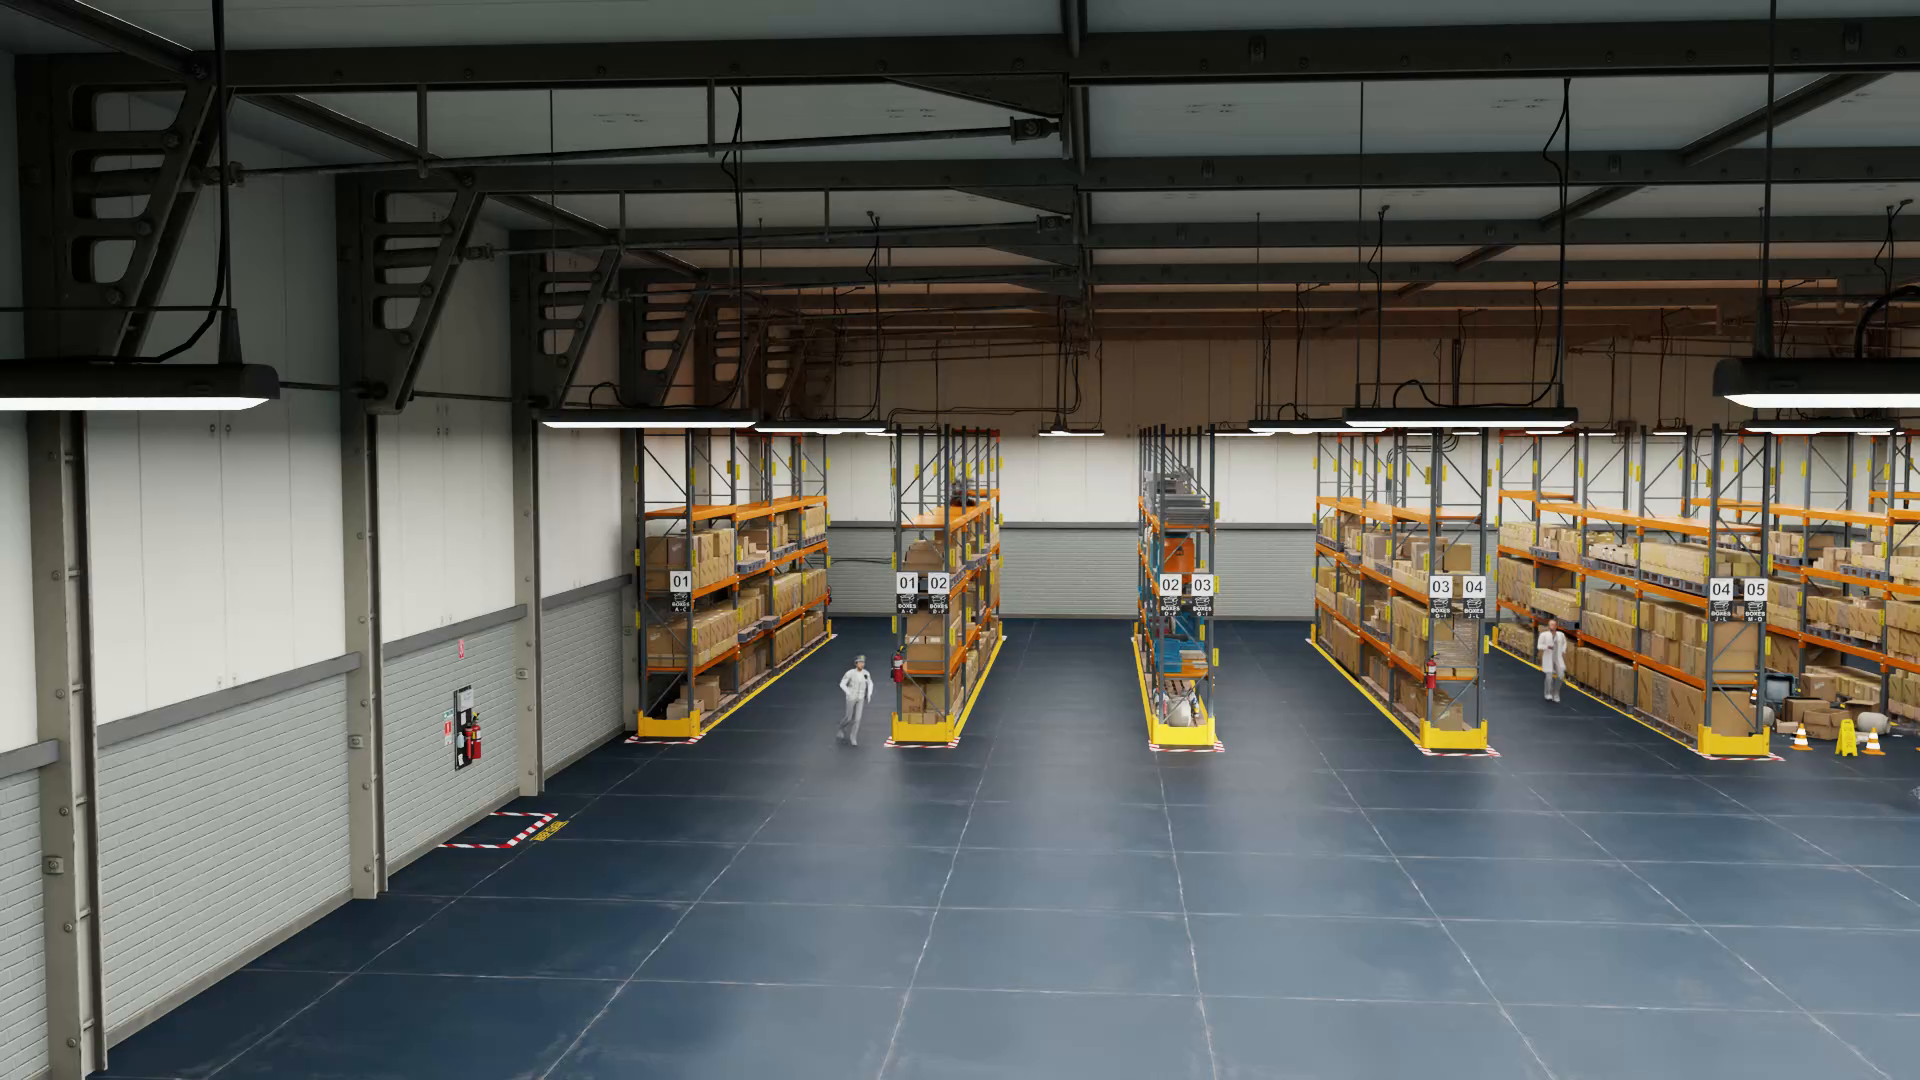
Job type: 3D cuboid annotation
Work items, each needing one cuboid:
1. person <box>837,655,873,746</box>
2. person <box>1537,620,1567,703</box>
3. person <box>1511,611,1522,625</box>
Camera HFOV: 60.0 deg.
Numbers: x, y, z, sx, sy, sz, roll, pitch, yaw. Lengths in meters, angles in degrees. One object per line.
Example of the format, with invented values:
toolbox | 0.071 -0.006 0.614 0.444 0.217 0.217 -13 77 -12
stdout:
person | -1.932 2.986 31.304 0.657 1.658 0.733 -1 4 -21
person | 12.897 2.696 36.131 0.687 1.711 0.734 0 3 4
person | 15.865 2.033 47.279 0.847 1.565 0.540 0 3 -7
